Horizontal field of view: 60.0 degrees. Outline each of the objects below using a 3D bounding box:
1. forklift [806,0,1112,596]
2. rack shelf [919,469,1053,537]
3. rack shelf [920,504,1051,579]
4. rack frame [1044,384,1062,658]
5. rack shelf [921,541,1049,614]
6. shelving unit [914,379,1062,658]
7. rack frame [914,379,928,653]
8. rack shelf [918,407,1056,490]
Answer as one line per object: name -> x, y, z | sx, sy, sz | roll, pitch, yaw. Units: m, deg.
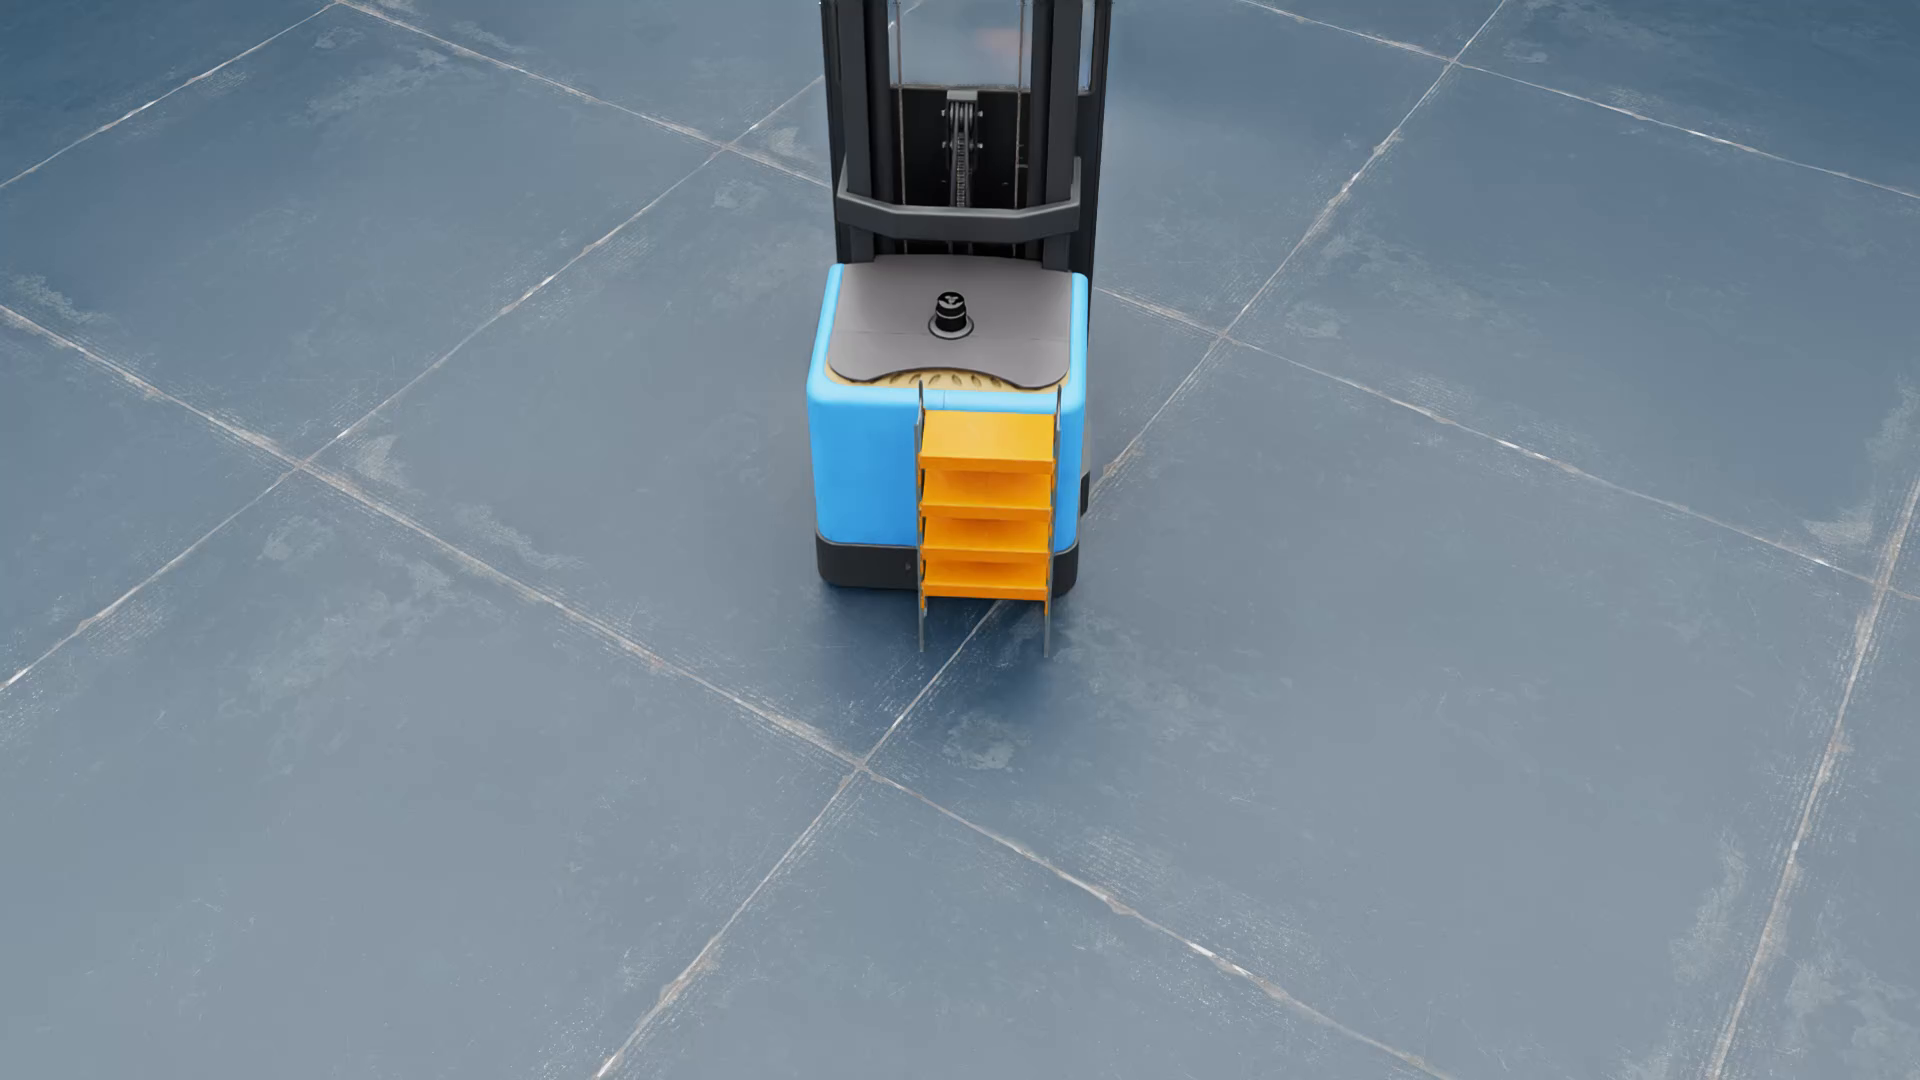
forklift -> 0.039, -1.850, 6.726 | 1.130, 2.935, 3.031 | 3, 46, 3
rack shelf -> 0.099, -0.161, 6.073 | 0.480, 0.148, 0.258 | 2, 46, 2
rack shelf -> 0.099, -0.005, 6.234 | 0.480, 0.148, 0.258 | 2, 46, 2
rack frame -> 0.343, -0.042, 6.176 | 0.015, 1.200, 0.240 | 2, 46, 2
rack shelf -> 0.099, 0.134, 6.376 | 0.480, 0.148, 0.258 | 2, 46, 2
shelving unit -> 0.099, -0.052, 6.185 | 0.503, 1.200, 0.258 | 2, 46, 2
rack frame -> -0.144, -0.061, 6.195 | 0.015, 1.200, 0.240 | 2, 46, 2
rack shelf -> 0.099, -0.325, 5.903 | 0.480, 0.148, 0.258 | 2, 46, 2
